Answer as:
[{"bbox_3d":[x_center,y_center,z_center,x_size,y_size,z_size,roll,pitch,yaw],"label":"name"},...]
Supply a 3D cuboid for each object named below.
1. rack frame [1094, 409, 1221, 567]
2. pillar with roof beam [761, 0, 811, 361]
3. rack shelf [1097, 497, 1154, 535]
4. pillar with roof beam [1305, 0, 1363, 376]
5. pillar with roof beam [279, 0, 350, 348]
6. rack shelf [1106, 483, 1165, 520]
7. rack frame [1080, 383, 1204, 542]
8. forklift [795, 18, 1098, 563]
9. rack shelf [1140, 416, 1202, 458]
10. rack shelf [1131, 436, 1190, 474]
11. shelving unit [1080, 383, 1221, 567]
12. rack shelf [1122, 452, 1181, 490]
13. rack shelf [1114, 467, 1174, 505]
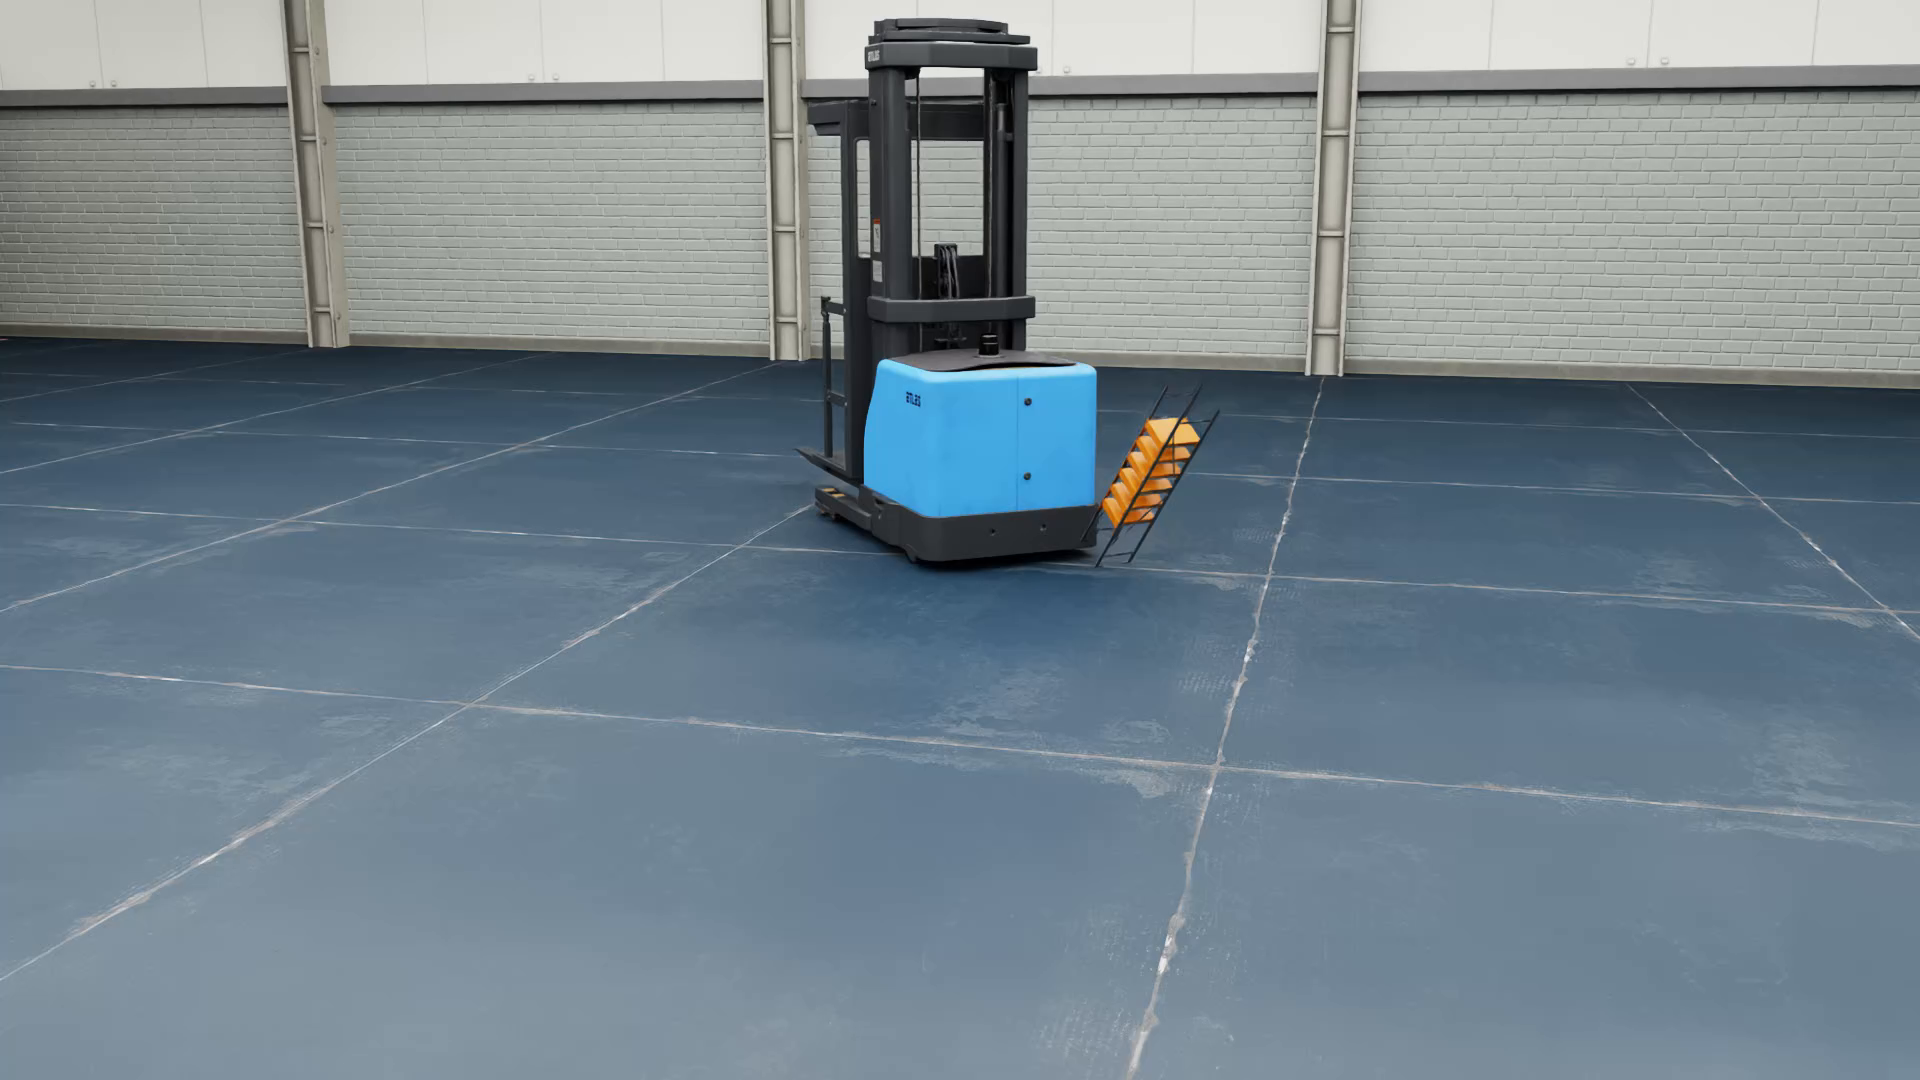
[{"bbox_3d":[1.021,-0.255,8.697,0.240,1.200,0.006,-7,53,-29],"label":"rack frame"},{"bbox_3d":[-2.976,-5.567,14.051,0.400,9.000,9.100,3,13,14],"label":"pillar with roof beam"},{"bbox_3d":[0.898,-0.140,8.944,0.258,0.103,0.180,-7,53,-29],"label":"rack shelf"},{"bbox_3d":[2.849,-5.256,12.648,0.400,9.000,9.100,3,13,14],"label":"pillar with roof beam"},{"bbox_3d":[-8.801,-5.879,15.454,0.400,9.000,9.100,3,13,14],"label":"pillar with roof beam"},{"bbox_3d":[0.935,-0.218,8.860,0.258,0.103,0.180,-7,53,-29],"label":"rack shelf"},{"bbox_3d":[0.950,-0.393,8.794,0.240,1.200,0.006,-7,53,-29],"label":"rack frame"},{"bbox_3d":[-0.263,-1.585,10.112,1.130,2.935,3.031,-5,13,-22],"label":"forklift"},{"bbox_3d":[1.082,-0.529,8.526,0.258,0.103,0.180,-7,53,-29],"label":"rack shelf"},{"bbox_3d":[1.046,-0.451,8.609,0.258,0.103,0.180,-7,53,-29],"label":"rack shelf"},{"bbox_3d":[0.985,-0.324,8.745,0.258,1.200,0.189,-7,53,-29],"label":"shelving unit"},{"bbox_3d":[1.009,-0.373,8.693,0.258,0.103,0.180,-7,53,-29],"label":"rack shelf"},{"bbox_3d":[0.972,-0.295,8.776,0.258,0.103,0.180,-7,53,-29],"label":"rack shelf"}]
